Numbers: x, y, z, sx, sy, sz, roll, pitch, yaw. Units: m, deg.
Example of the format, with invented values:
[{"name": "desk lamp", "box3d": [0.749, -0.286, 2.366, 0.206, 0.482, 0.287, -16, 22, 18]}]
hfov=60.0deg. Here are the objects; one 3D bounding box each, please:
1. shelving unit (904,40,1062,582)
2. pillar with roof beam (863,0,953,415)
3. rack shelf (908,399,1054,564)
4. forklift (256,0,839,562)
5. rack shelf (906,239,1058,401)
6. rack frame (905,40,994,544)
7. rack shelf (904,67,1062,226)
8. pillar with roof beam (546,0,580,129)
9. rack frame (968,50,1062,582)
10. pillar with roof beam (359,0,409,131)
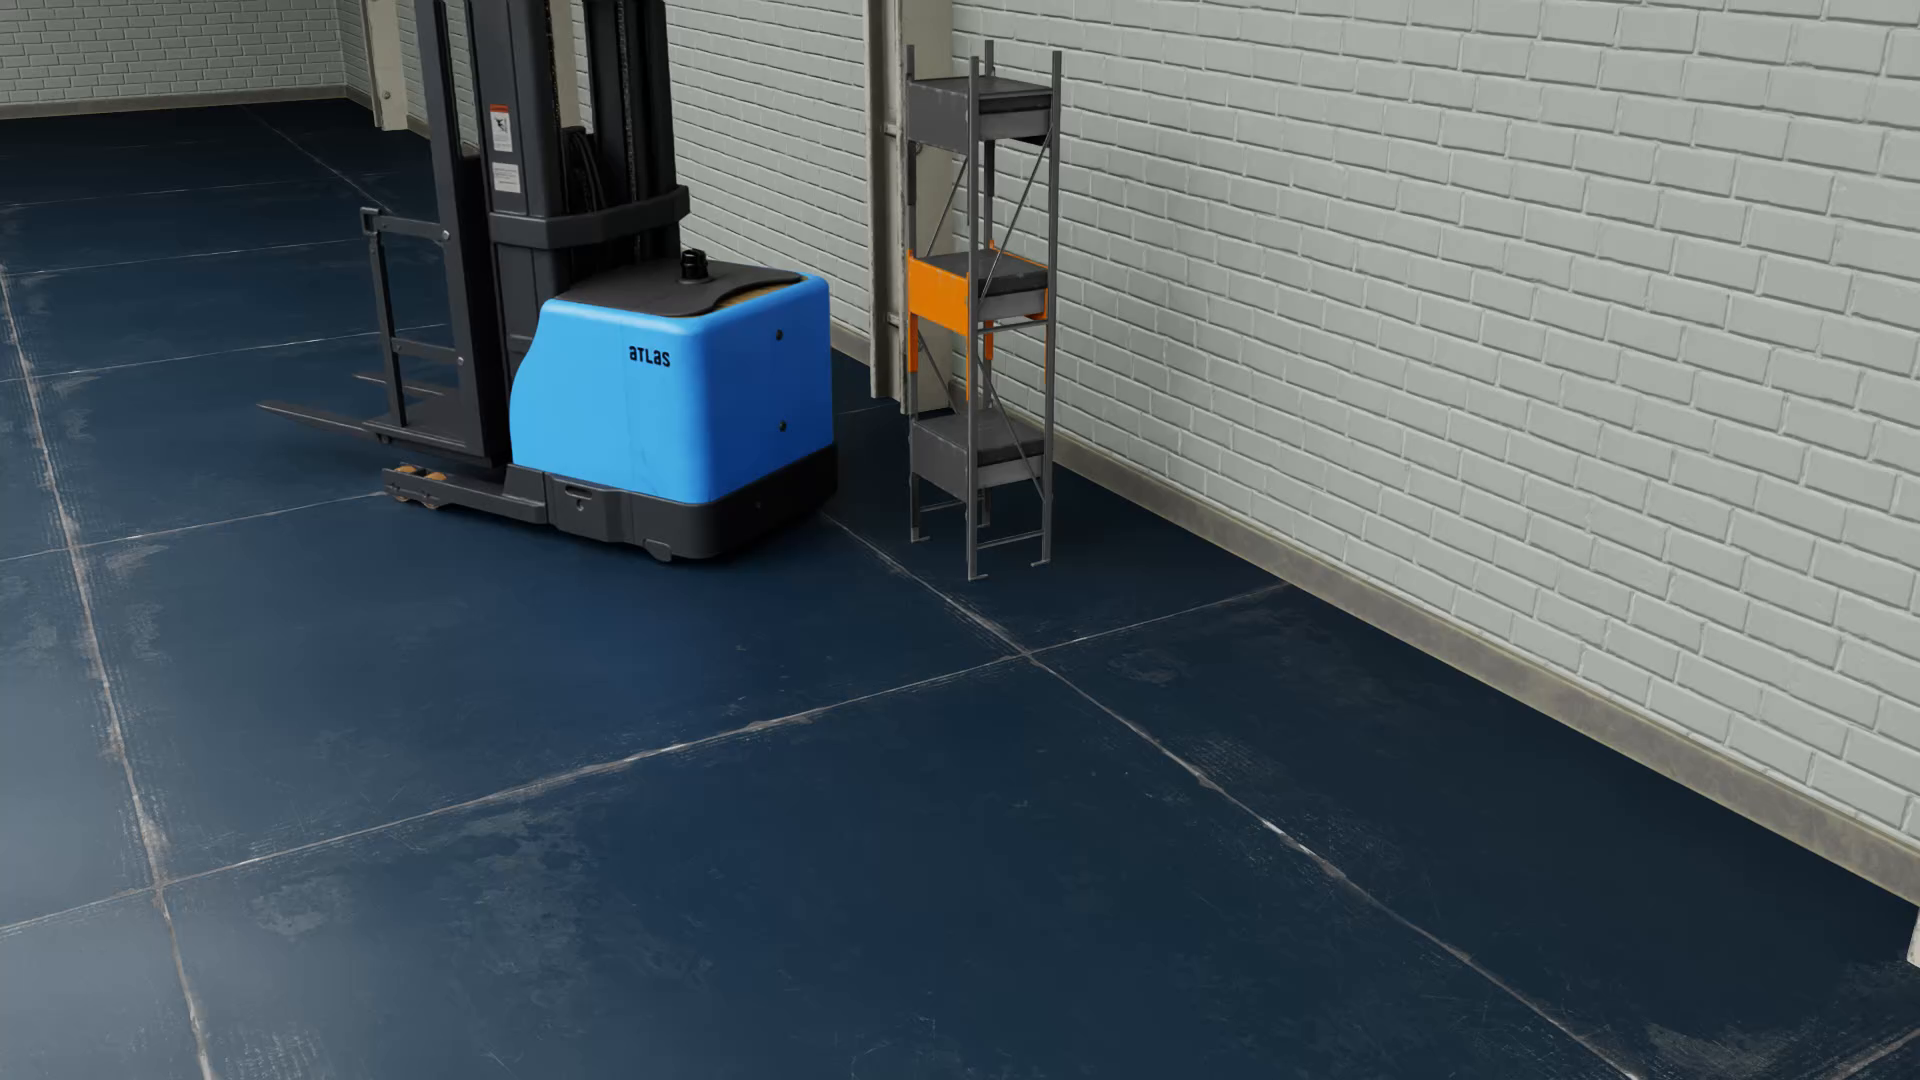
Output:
[{"name": "shelving unit", "box3d": [0.085, -0.919, 6.784, 0.431, 2.100, 0.503, -13, 25, -28]}, {"name": "pillar with roof beam", "box3d": [-3.968, -4.110, 5.474, 9.100, 9.000, 0.400, -13, 25, -28]}, {"name": "rack shelf", "box3d": [0.085, -0.258, 7.053, 0.431, 0.518, 0.480, -13, 25, -28]}, {"name": "forklift", "box3d": [-2.093, -1.656, 7.494, 3.031, 2.935, 1.130, 13, 25, 28]}, {"name": "rack shelf", "box3d": [0.085, -0.906, 6.789, 0.431, 0.518, 0.480, -13, 25, -28]}, {"name": "rack frame", "box3d": [-0.040, -0.998, 6.979, 0.400, 2.100, 0.015, -13, 25, -28]}, {"name": "rack shelf", "box3d": [0.085, -1.555, 6.526, 0.431, 0.518, 0.480, -13, 25, -28]}, {"name": "pillar with roof beam", "box3d": [-7.033, -6.053, 10.252, 9.100, 9.000, 0.400, -13, 25, -28]}, {"name": "rack frame", "box3d": [0.209, -0.840, 6.590, 0.400, 2.100, 0.015, -13, 25, -28]}, {"name": "pillar with roof beam", "box3d": [-10.098, -7.995, 15.031, 9.100, 9.000, 0.400, -13, 25, -28]}]
